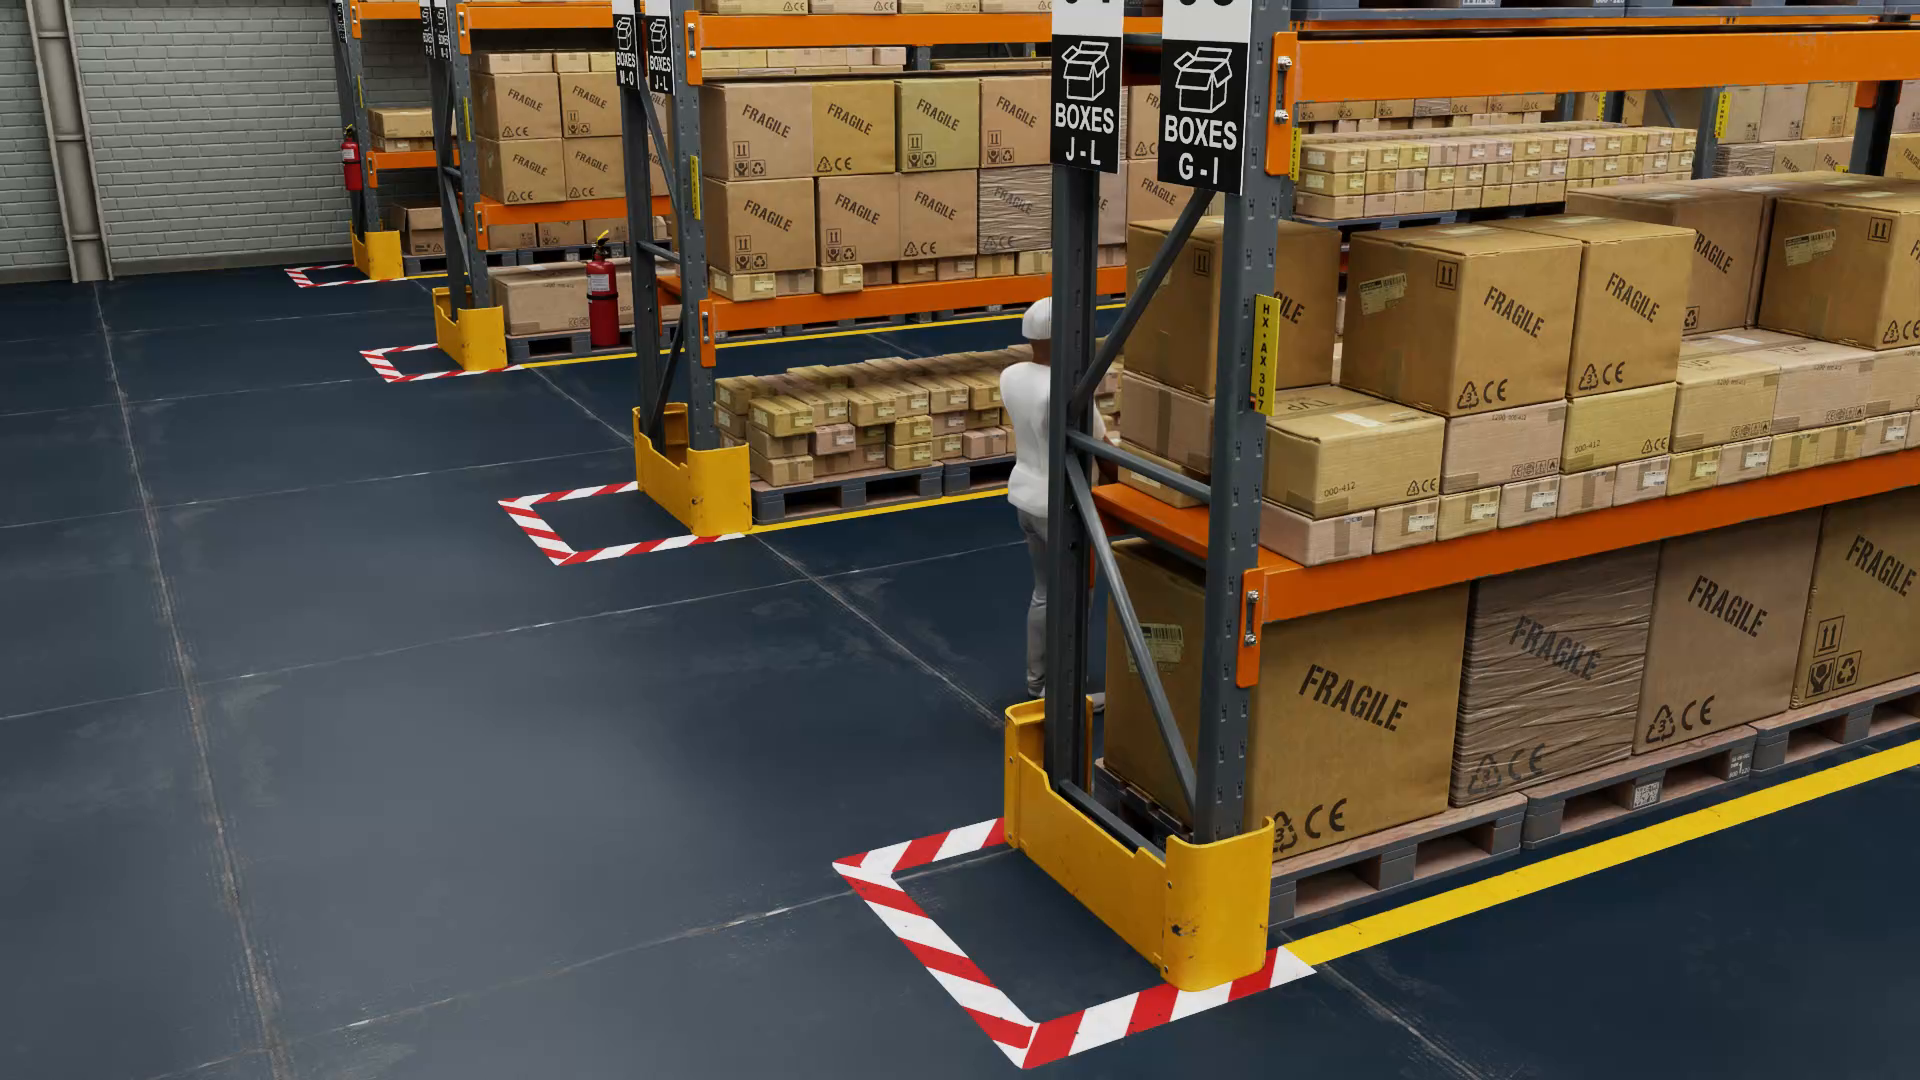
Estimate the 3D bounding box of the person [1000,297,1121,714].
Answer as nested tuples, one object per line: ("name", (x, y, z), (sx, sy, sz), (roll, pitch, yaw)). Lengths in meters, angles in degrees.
("person", (0.483, -0.151, 6.983), (0.563, 1.761, 0.504), (-9, 21, -26))
